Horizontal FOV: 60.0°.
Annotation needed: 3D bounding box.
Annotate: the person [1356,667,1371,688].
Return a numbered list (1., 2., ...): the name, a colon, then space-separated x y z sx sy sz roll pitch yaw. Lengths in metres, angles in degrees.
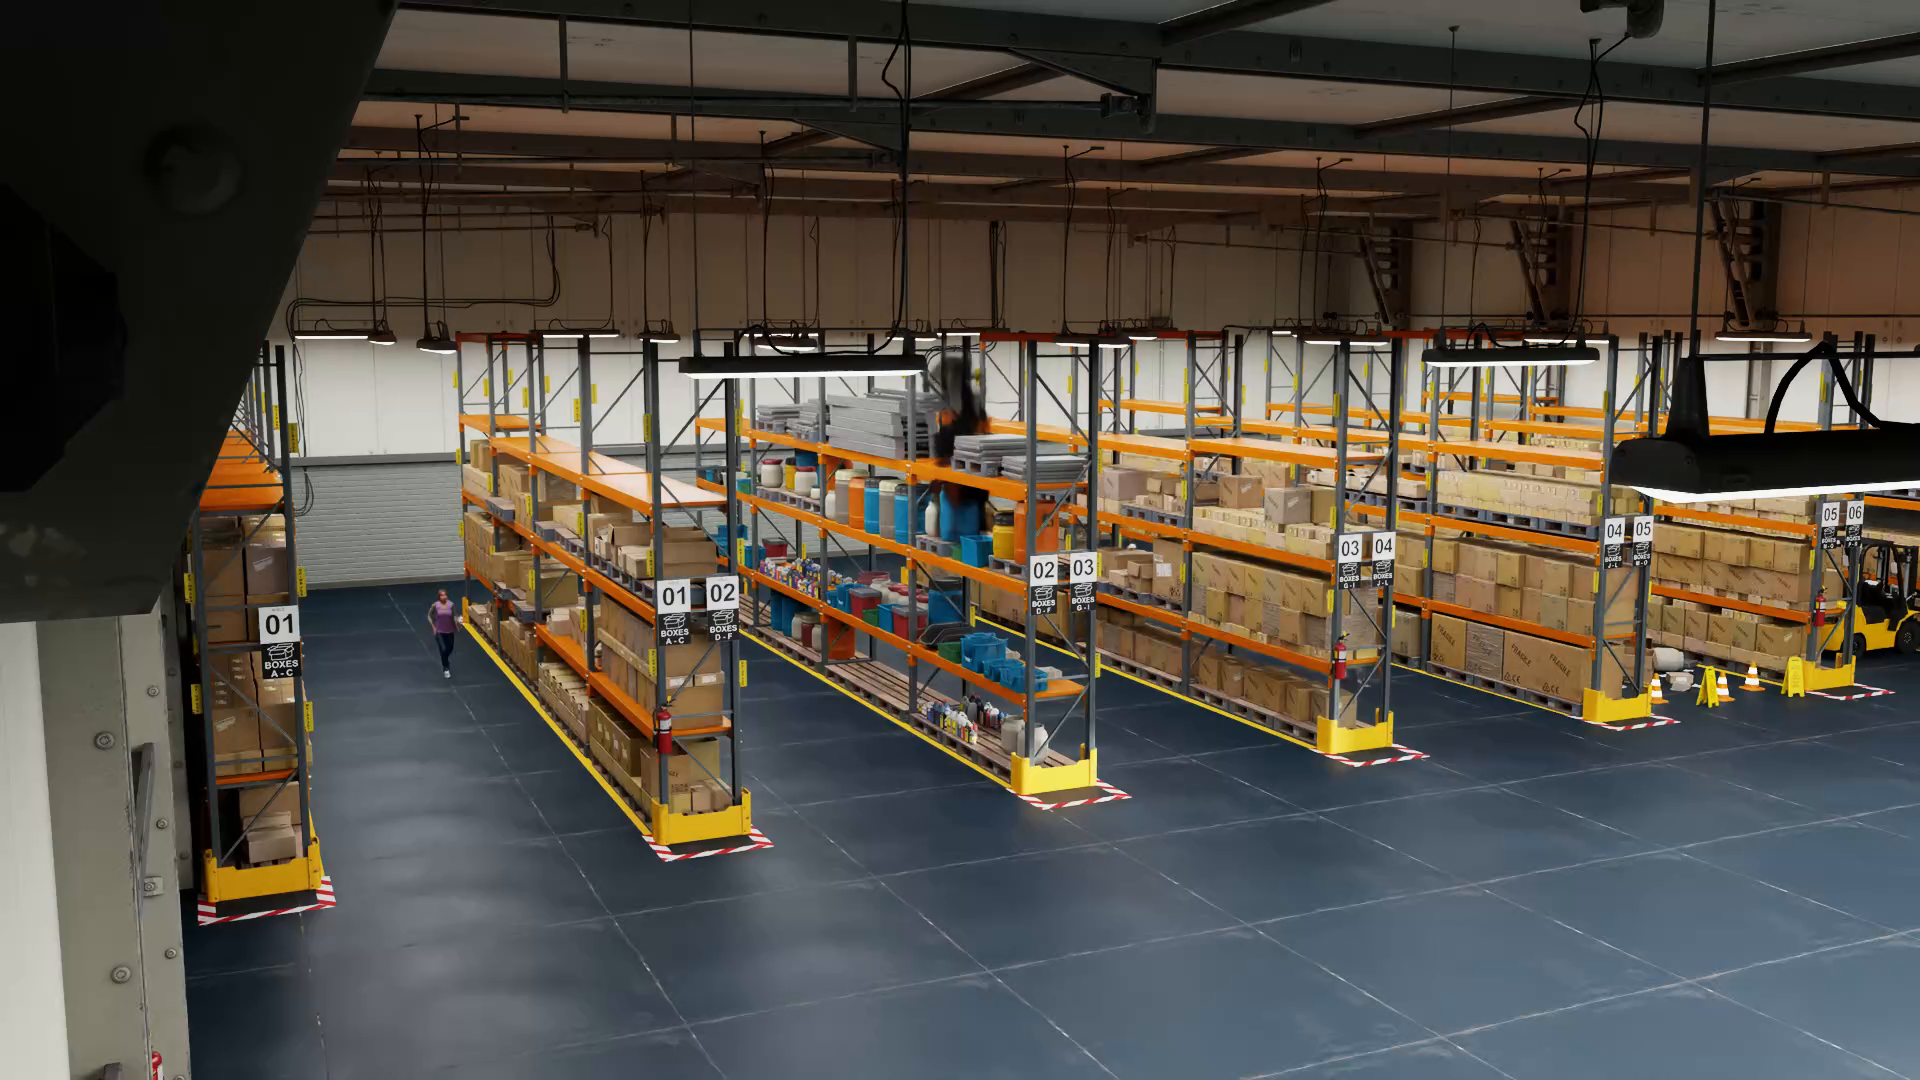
1. person: 6.723 1.693 28.643 0.887 1.592 0.548 7 10 41

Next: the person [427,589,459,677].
1. person: -9.148 1.624 29.410 0.525 1.547 0.681 -4 9 -27

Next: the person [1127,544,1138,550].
1. person: 3.460 0.951 33.549 0.655 1.774 0.792 -3 8 -24
